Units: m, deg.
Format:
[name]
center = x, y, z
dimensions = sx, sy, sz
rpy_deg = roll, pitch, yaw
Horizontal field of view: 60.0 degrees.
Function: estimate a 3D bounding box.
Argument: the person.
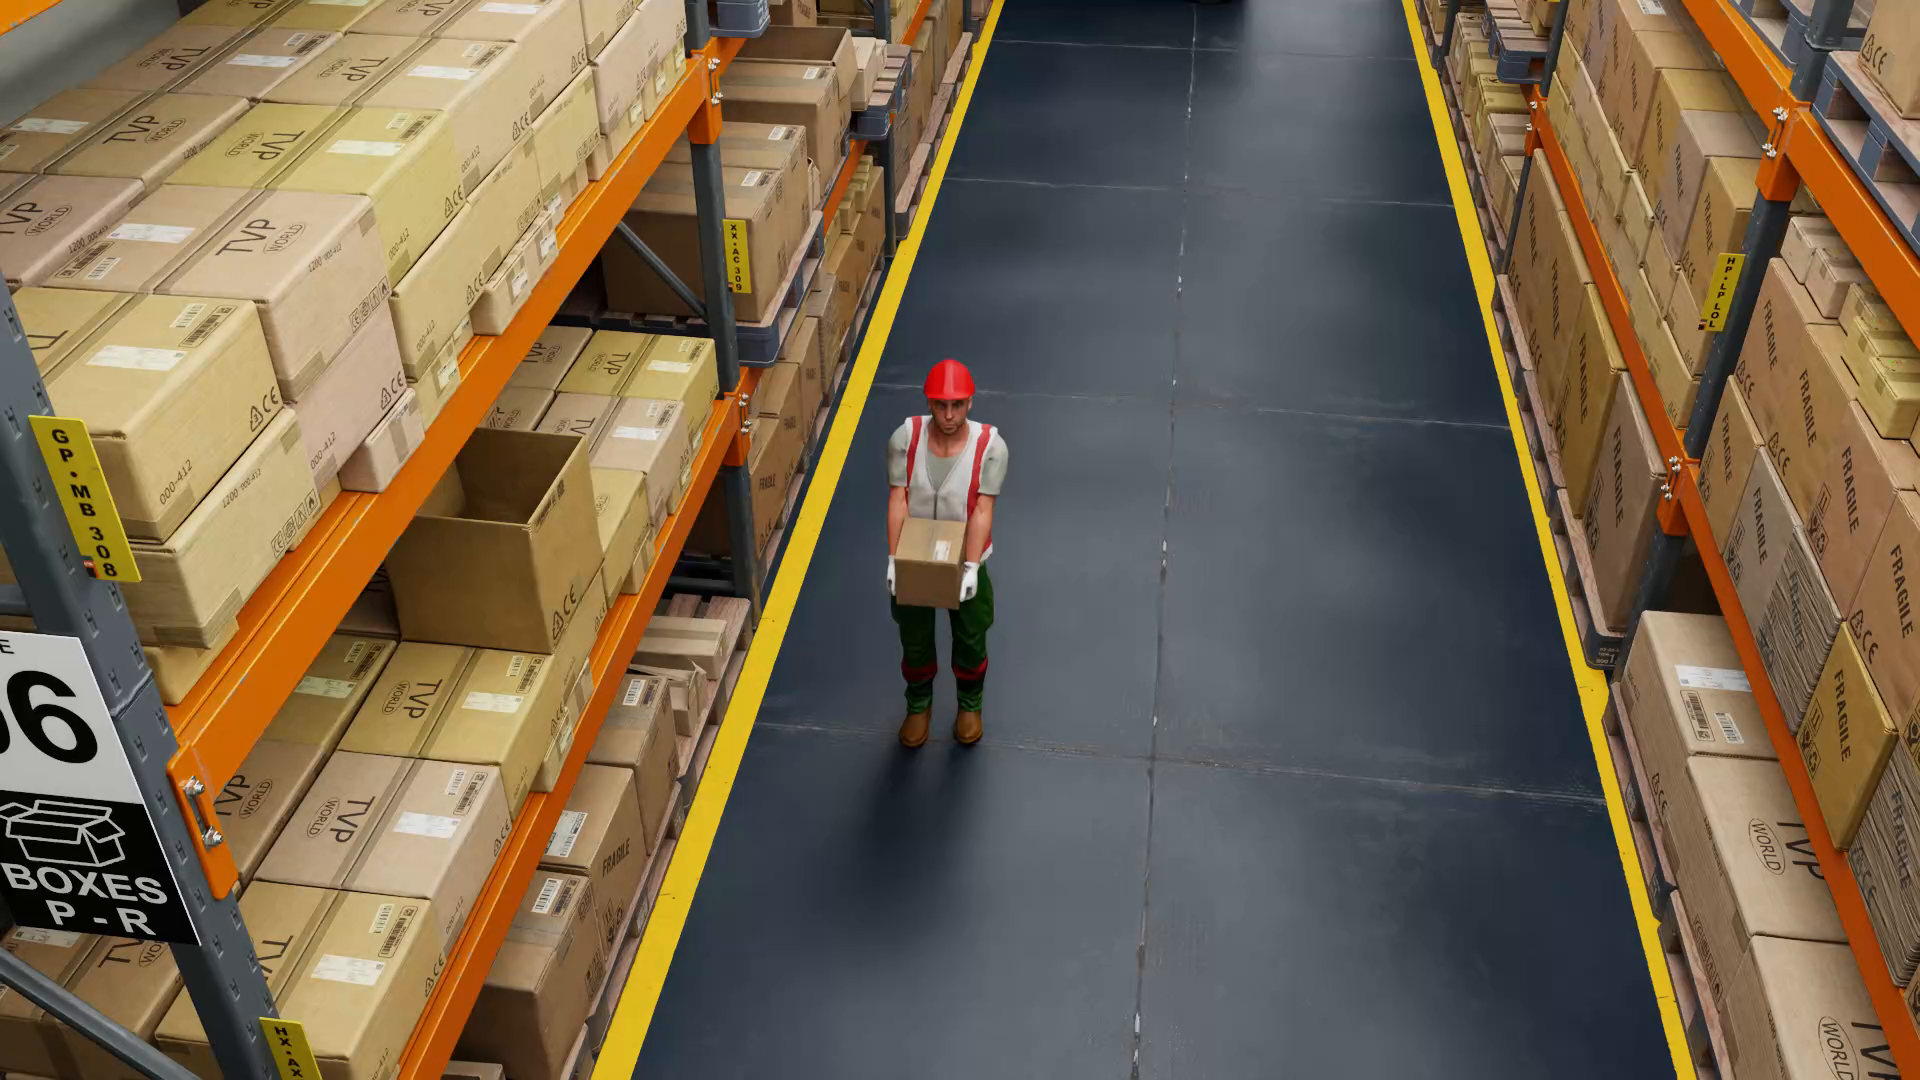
[person]
center = -0.072, 0.125, 6.852
dimensions = 0.494, 1.783, 0.559
rpy_deg = 5, 36, 7
